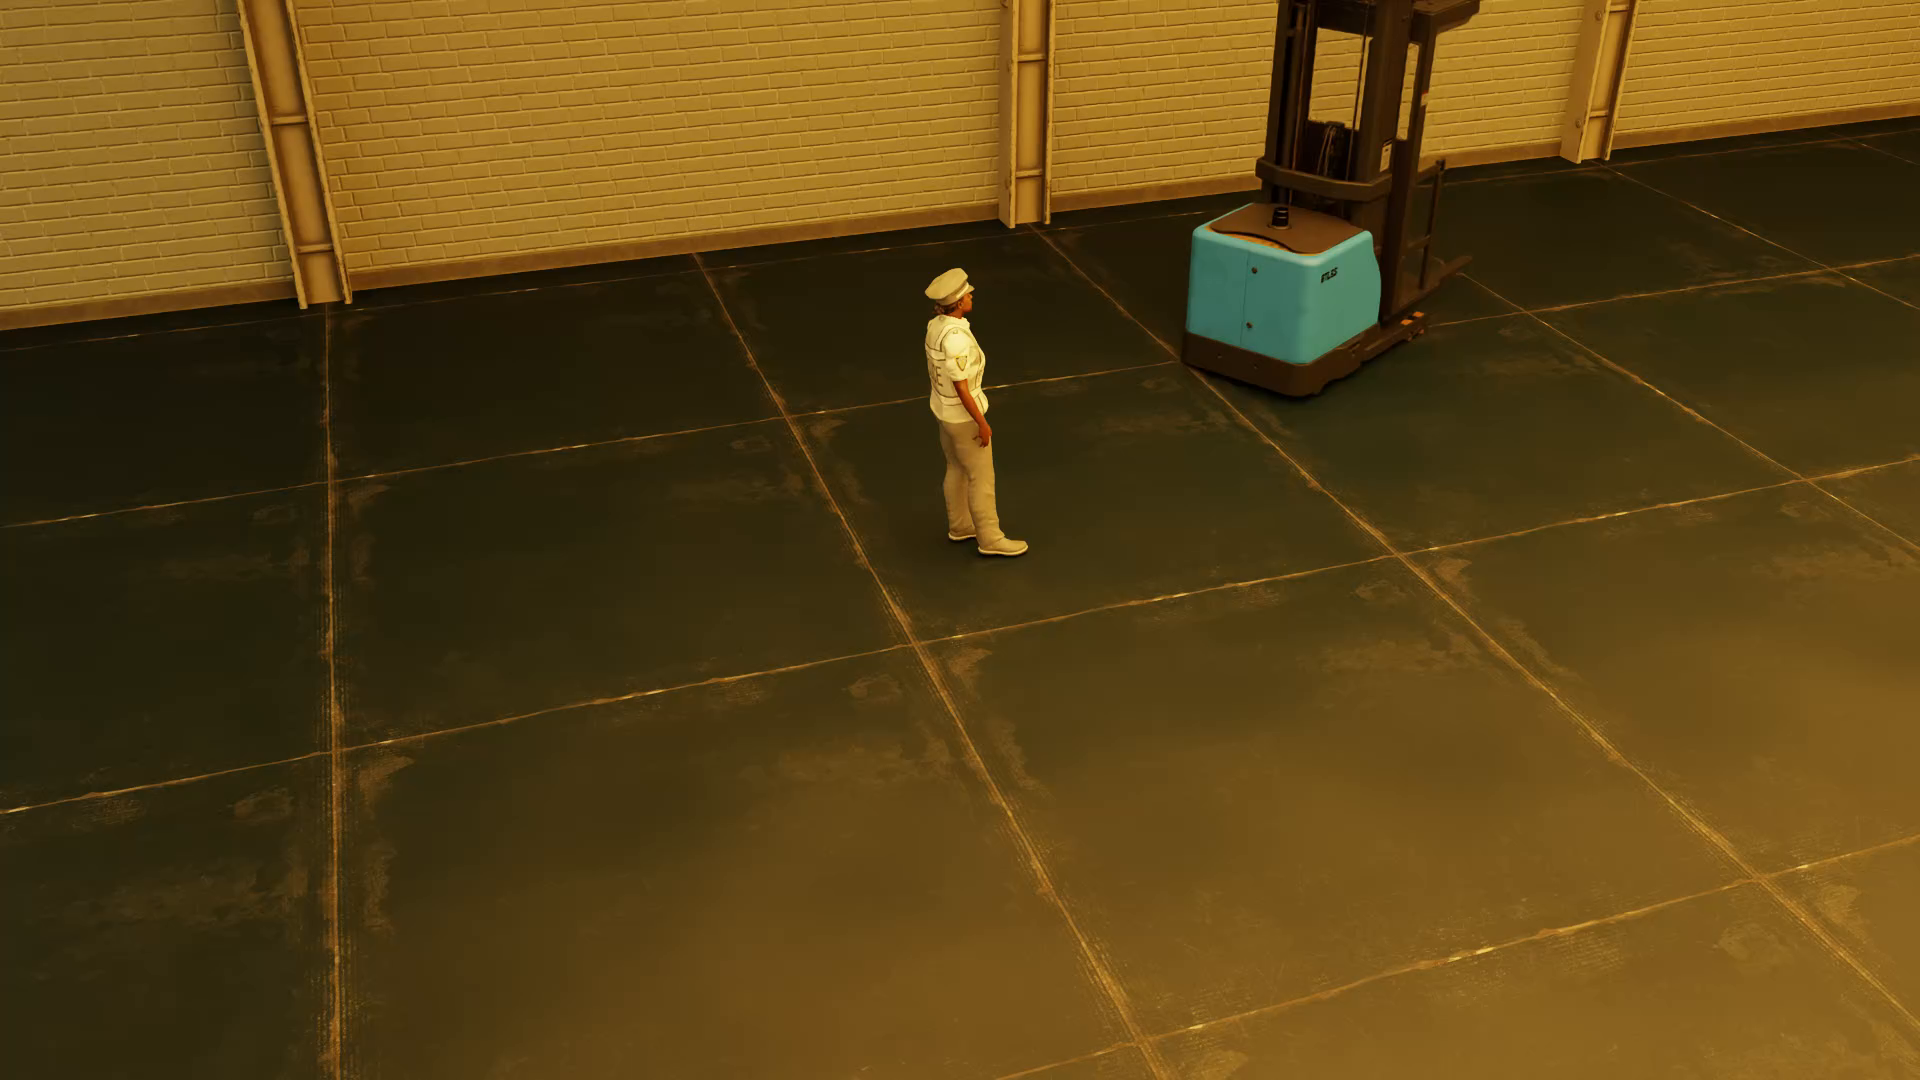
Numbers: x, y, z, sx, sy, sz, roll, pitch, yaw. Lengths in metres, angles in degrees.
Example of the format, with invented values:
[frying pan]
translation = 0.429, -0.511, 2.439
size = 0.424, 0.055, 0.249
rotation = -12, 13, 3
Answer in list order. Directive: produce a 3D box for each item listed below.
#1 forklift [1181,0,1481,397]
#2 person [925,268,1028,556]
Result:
[forklift]
translation = 2.962, -2.930, 12.179
size = 1.130, 2.935, 3.031
rotation = 23, 37, 34
[person]
translation = 0.078, -0.743, 9.604
size = 0.528, 1.695, 0.569
rotation = -10, 31, -16
